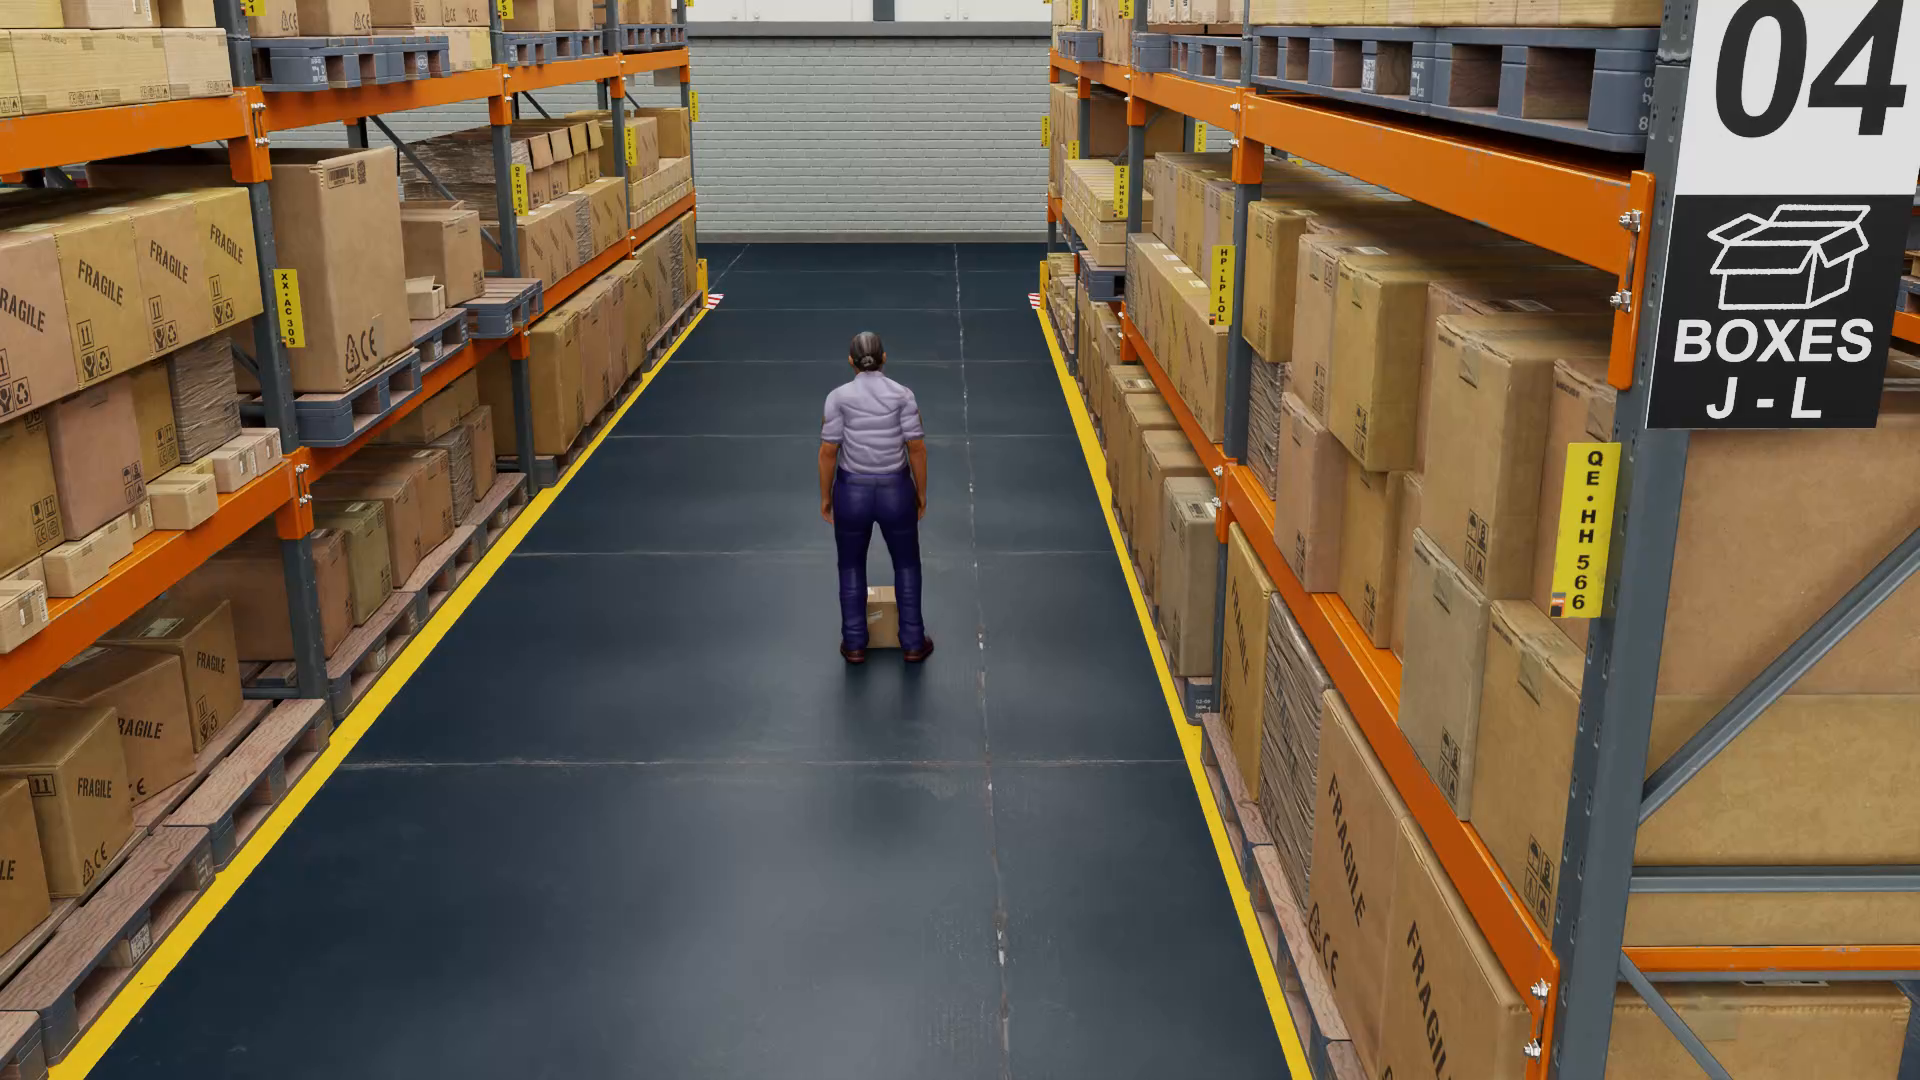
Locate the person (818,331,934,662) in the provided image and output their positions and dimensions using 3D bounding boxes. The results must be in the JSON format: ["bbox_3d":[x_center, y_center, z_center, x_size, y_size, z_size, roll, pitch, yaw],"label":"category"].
[{"bbox_3d":[-0.410,-0.199,8.200,0.564,1.651,0.370,-1,17,-4],"label":"person"}]
